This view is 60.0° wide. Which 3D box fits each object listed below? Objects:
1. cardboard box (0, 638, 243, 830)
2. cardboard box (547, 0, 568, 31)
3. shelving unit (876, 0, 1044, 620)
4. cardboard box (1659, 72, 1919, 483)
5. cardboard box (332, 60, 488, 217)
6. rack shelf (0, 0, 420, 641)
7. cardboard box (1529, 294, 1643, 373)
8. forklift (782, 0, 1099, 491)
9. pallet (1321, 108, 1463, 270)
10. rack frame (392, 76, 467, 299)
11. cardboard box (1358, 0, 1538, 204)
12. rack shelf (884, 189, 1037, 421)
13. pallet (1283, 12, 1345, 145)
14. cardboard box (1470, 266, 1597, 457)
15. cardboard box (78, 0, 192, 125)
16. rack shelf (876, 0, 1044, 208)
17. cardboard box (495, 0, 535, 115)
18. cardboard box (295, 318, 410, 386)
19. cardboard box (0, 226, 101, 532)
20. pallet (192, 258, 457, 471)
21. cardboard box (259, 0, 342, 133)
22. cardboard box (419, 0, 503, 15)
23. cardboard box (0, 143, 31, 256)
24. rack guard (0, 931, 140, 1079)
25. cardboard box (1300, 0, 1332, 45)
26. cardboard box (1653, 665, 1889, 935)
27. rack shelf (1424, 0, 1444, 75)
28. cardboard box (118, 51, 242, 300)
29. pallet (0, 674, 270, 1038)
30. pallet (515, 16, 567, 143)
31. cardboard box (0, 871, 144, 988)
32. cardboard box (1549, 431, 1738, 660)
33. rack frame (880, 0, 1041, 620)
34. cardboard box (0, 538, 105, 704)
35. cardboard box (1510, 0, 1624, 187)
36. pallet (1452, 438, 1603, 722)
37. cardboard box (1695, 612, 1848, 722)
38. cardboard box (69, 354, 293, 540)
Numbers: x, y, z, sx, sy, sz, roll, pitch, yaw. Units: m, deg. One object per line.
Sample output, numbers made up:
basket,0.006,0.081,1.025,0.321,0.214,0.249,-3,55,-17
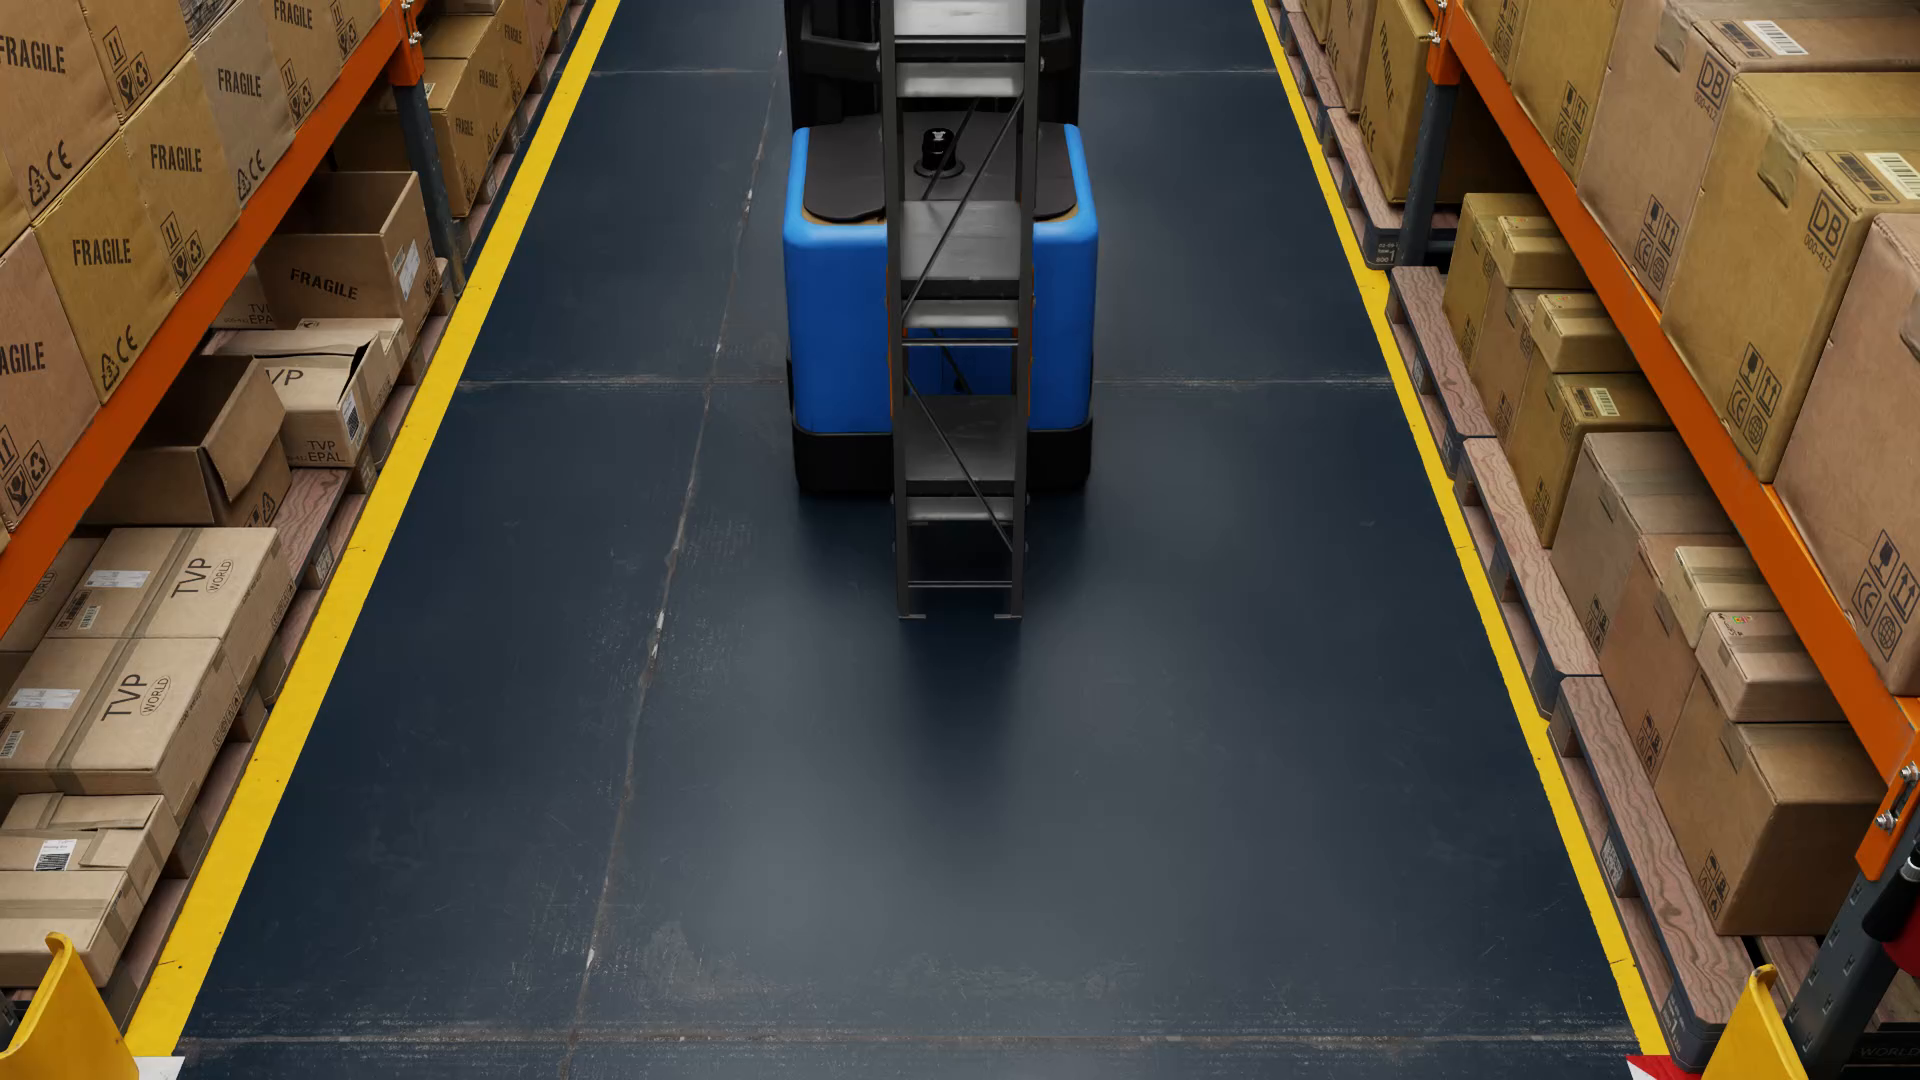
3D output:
cardboard box,-2.323,0.525,4.544,0.500,0.250,0.500,0,39,0
cardboard box,-2.379,-3.014,8.760,0.500,0.500,0.500,-1,39,-2
shelving unit,0.000,-0.716,4.964,0.431,2.100,0.503,0,39,0
cardboard box,2.325,-0.620,3.886,0.980,0.700,0.700,0,39,0
cardboard box,-2.367,-1.724,7.150,0.500,0.500,0.500,-2,39,-2
rack shelf,-2.608,-0.694,4.792,1.077,0.370,4.000,0,39,0
cardboard box,2.060,-0.664,5.324,0.380,0.149,0.250,-1,39,-1
forklift,-0.103,-2.214,6.169,1.130,2.935,3.031,-1,39,-1
pallet,2.267,-1.625,7.609,1.003,0.211,1.213,0,39,0
rack frame,-2.610,-2.225,6.128,1.000,3.000,0.127,0,39,0
cardboard box,2.213,-1.962,7.183,0.750,0.750,0.750,0,39,0
rack shelf,0.000,-0.705,4.973,0.431,0.518,0.480,0,39,0
pallet,2.263,-2.390,8.564,1.003,0.211,1.213,0,39,0
cardboard box,2.239,-0.638,5.810,0.700,0.500,0.500,0,39,-1
cardboard box,-2.348,-1.388,4.204,0.500,0.500,0.500,0,39,0
rack shelf,0.000,-1.251,4.535,0.431,0.518,0.480,0,39,0
cardboard box,-2.372,-2.370,7.956,0.500,0.500,0.500,0,39,0
cardboard box,-2.266,-0.694,6.145,0.380,0.149,0.250,0,39,0
cardboard box,-2.348,-0.363,3.724,0.500,0.500,0.500,0,39,0
pallet,-2.611,-0.707,6.464,1.003,0.211,1.213,0,39,0
cardboard box,-2.351,-1.629,5.304,0.500,0.500,0.500,1,39,1
cardboard box,-2.368,-2.642,7.696,0.500,0.250,0.500,0,39,0
cardboard box,-2.351,-0.757,3.417,0.500,0.500,0.500,0,39,0
rack guard,-2.606,1.204,3.847,1.175,0.500,0.348,0,39,0
cardboard box,2.203,-3.050,8.540,0.750,0.750,0.750,0,39,0
cardboard box,2.247,0.644,4.210,0.700,0.500,0.500,0,39,0
rack shelf,2.341,-3.201,7.921,1.077,0.370,4.000,0,39,0
cardboard box,-2.345,-0.989,4.506,0.500,0.500,0.500,0,39,1
pallet,-2.608,0.819,4.560,1.003,0.211,1.213,0,39,0
pallet,-2.653,-2.410,8.589,1.003,0.211,1.213,0,39,0
cardboard box,-2.263,0.955,4.088,0.380,0.149,0.250,0,39,0
cardboard box,2.245,0.017,4.993,0.700,0.500,0.500,-1,39,-2
rack frame,0.000,-0.563,4.774,0.400,2.100,0.015,0,39,0
cardboard box,-2.824,0.244,4.894,0.500,0.250,0.500,0,39,0
cardboard box,2.323,-1.552,5.049,0.980,0.700,0.700,-1,39,-1
pallet,2.270,0.098,5.459,1.003,0.211,1.213,0,39,0
cardboard box,2.065,0.311,4.108,0.380,0.149,0.250,0,39,-1
cardboard box,-2.603,-0.248,5.305,0.797,0.503,0.637,0,39,0
